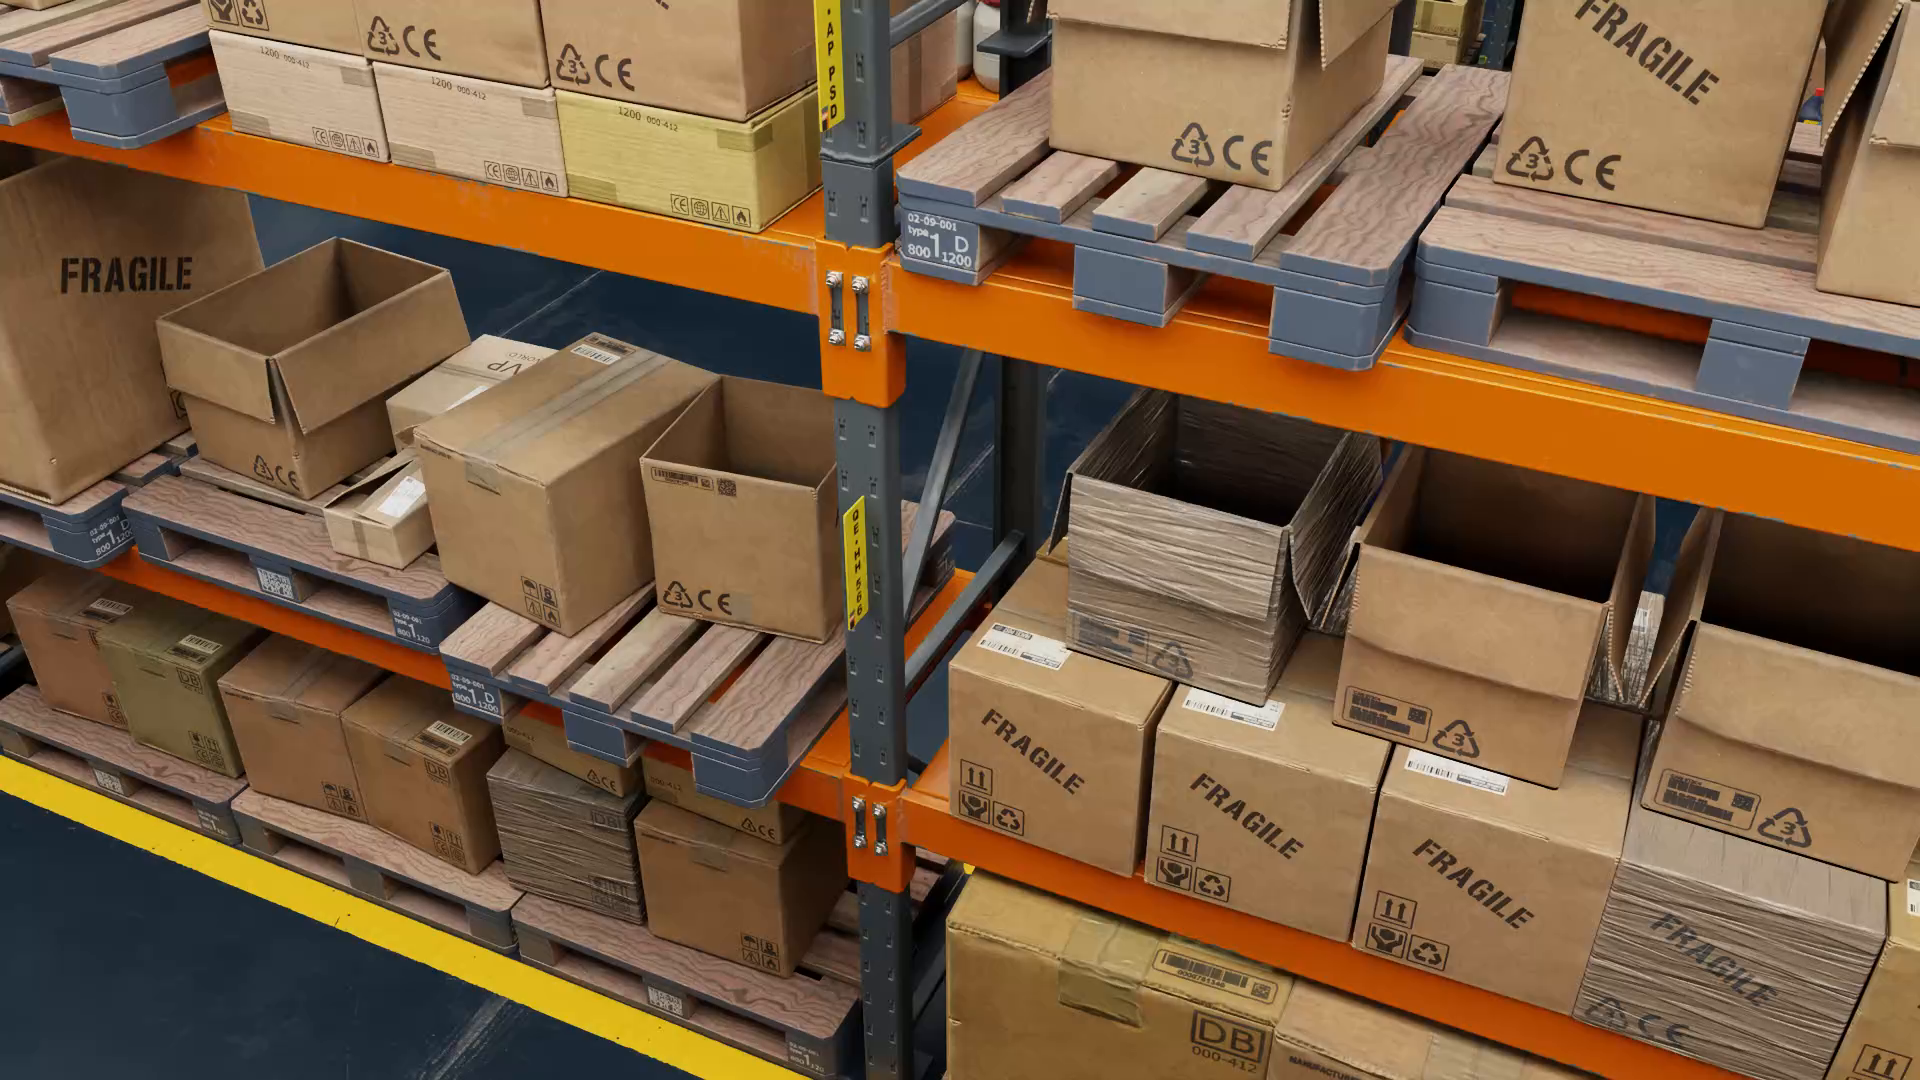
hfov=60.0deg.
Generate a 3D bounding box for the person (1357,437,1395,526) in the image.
[{"bbox_3d":[1.465,-0.285,6.684,0.515,1.546,0.485,15,37,21],"label":"person"}]
